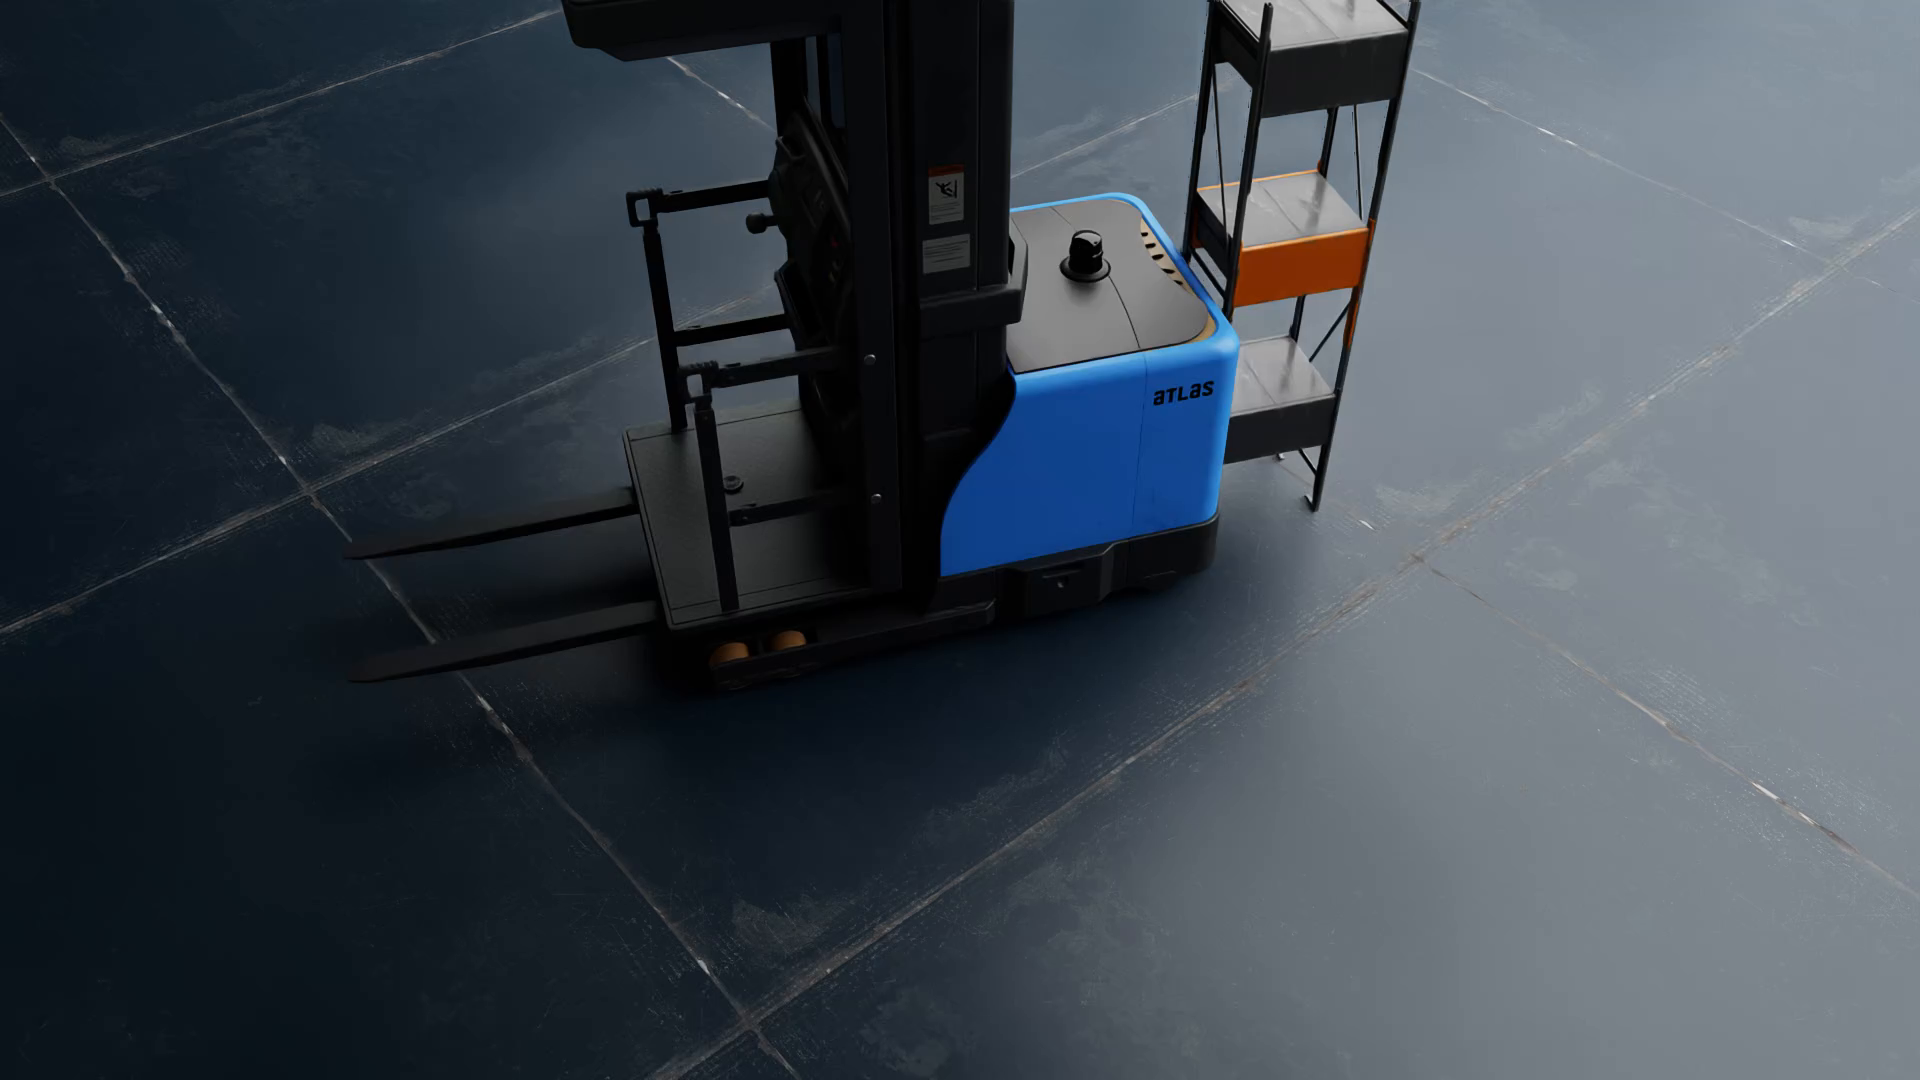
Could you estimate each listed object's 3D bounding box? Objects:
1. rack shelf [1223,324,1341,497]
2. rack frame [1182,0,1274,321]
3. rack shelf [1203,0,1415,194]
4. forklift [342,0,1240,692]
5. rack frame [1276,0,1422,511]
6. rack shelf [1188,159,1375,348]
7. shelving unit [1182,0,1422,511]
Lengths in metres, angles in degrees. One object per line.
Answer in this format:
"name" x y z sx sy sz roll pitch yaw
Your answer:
"rack shelf" 1.076 -0.440 6.226 0.480 0.518 0.431 -11 44 -12
"rack frame" 0.845 -0.914 5.687 0.015 2.100 0.400 -11 44 -12
"rack shelf" 1.081 -1.462 5.269 0.480 0.518 0.431 -11 44 -12
"forklift" -0.647 -0.961 5.132 3.031 2.935 1.130 -12 44 -12
"rack frame" 1.312 -1.008 5.790 0.015 2.100 0.400 -11 44 -12
"rack shelf" 1.078 -0.951 5.748 0.480 0.518 0.431 -11 44 -12
"shelving unit" 1.079 -0.961 5.738 0.503 2.100 0.431 -11 44 -12
